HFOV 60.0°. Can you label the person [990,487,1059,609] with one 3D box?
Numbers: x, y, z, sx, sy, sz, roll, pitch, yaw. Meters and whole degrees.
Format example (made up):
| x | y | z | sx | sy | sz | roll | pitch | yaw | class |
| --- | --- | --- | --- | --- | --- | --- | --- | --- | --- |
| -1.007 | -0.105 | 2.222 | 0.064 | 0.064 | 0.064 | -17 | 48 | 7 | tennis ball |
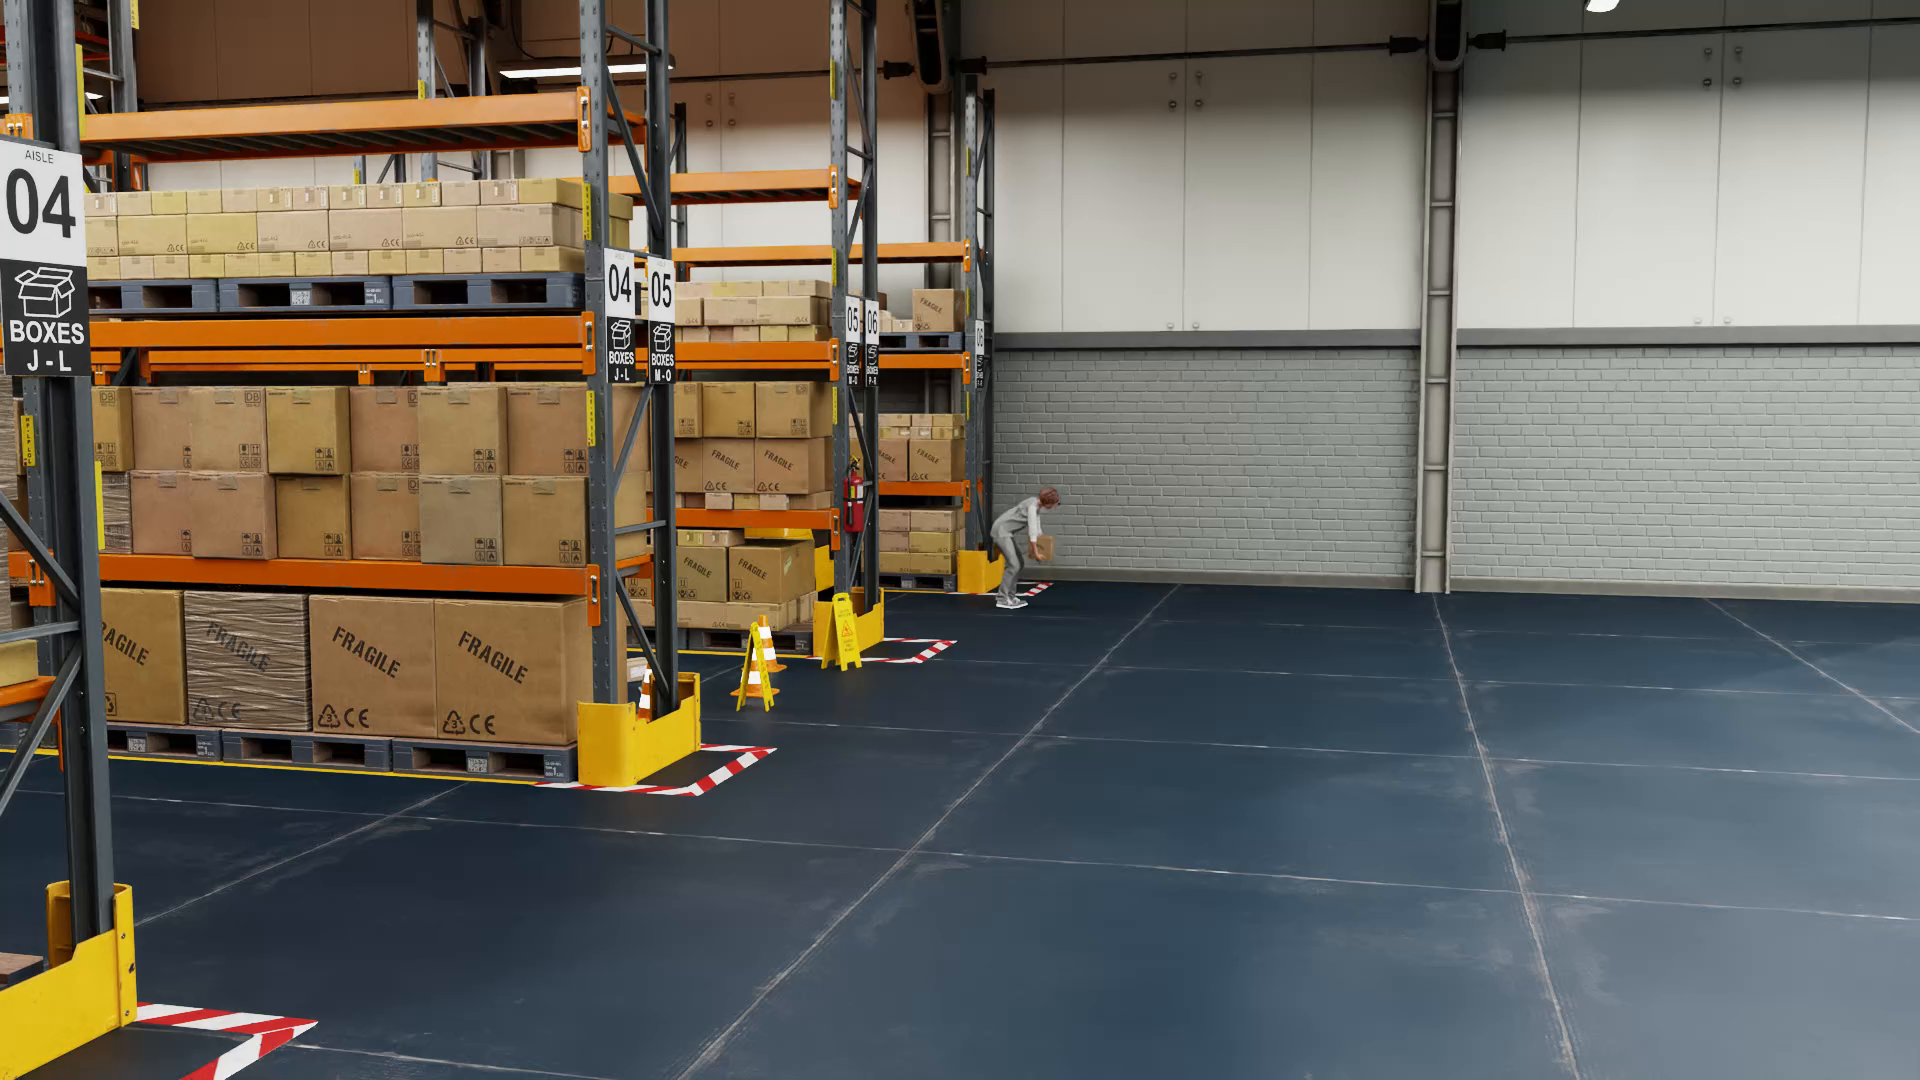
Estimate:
| x | y | z | sx | sy | sz | roll | pitch | yaw | class |
| --- | --- | --- | --- | --- | --- | --- | --- | --- | --- |
| 0.706 | 0.090 | 18.213 | 0.757 | 1.317 | 0.382 | 1 | 5 | 12 | person |
